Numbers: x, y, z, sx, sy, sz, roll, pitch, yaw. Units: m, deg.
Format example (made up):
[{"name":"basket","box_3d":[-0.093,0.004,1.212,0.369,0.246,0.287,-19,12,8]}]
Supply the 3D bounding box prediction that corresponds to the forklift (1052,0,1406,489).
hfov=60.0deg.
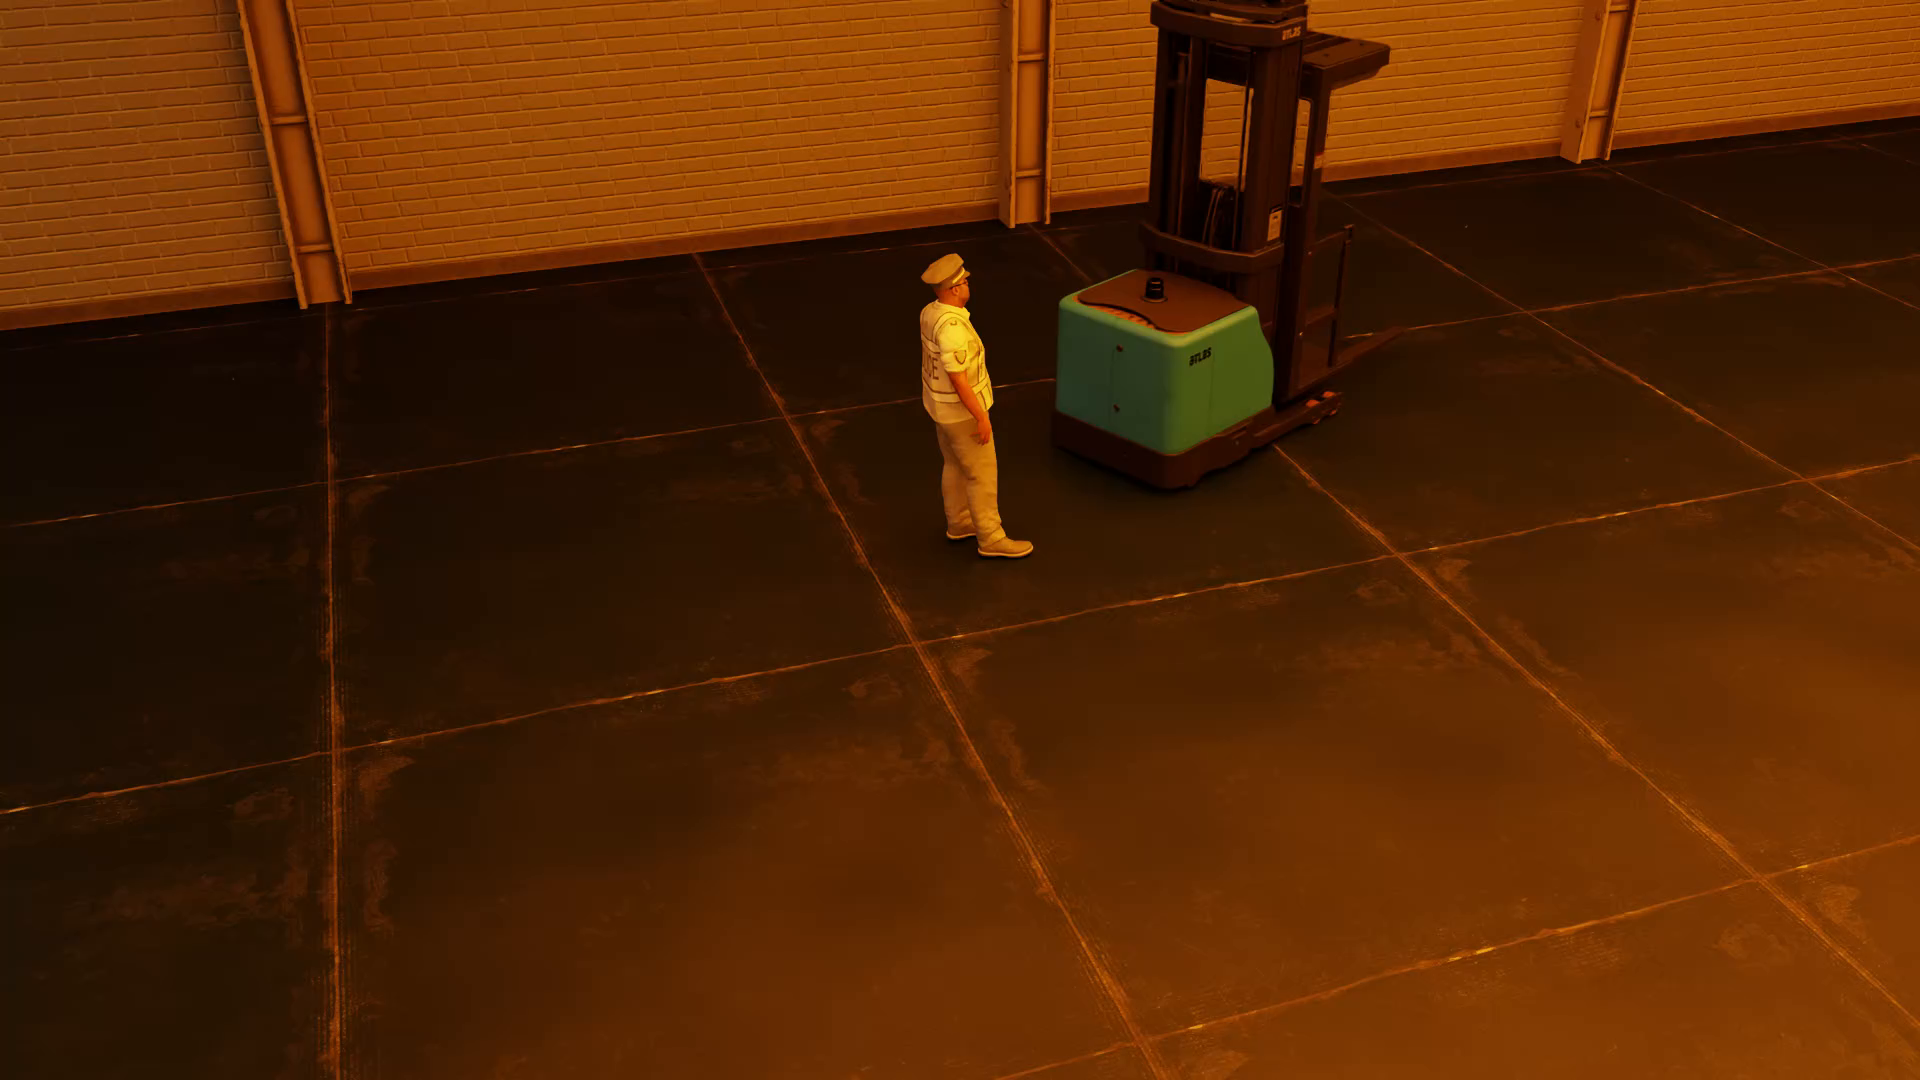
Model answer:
[{"name":"forklift","box_3d":[2.003,-2.226,10.956,1.130,2.935,3.031,26,39,38]}]

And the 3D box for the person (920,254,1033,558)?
[{"name":"person","box_3d":[0.078,-0.786,9.590,0.574,1.779,0.641,-10,31,-16]}]
